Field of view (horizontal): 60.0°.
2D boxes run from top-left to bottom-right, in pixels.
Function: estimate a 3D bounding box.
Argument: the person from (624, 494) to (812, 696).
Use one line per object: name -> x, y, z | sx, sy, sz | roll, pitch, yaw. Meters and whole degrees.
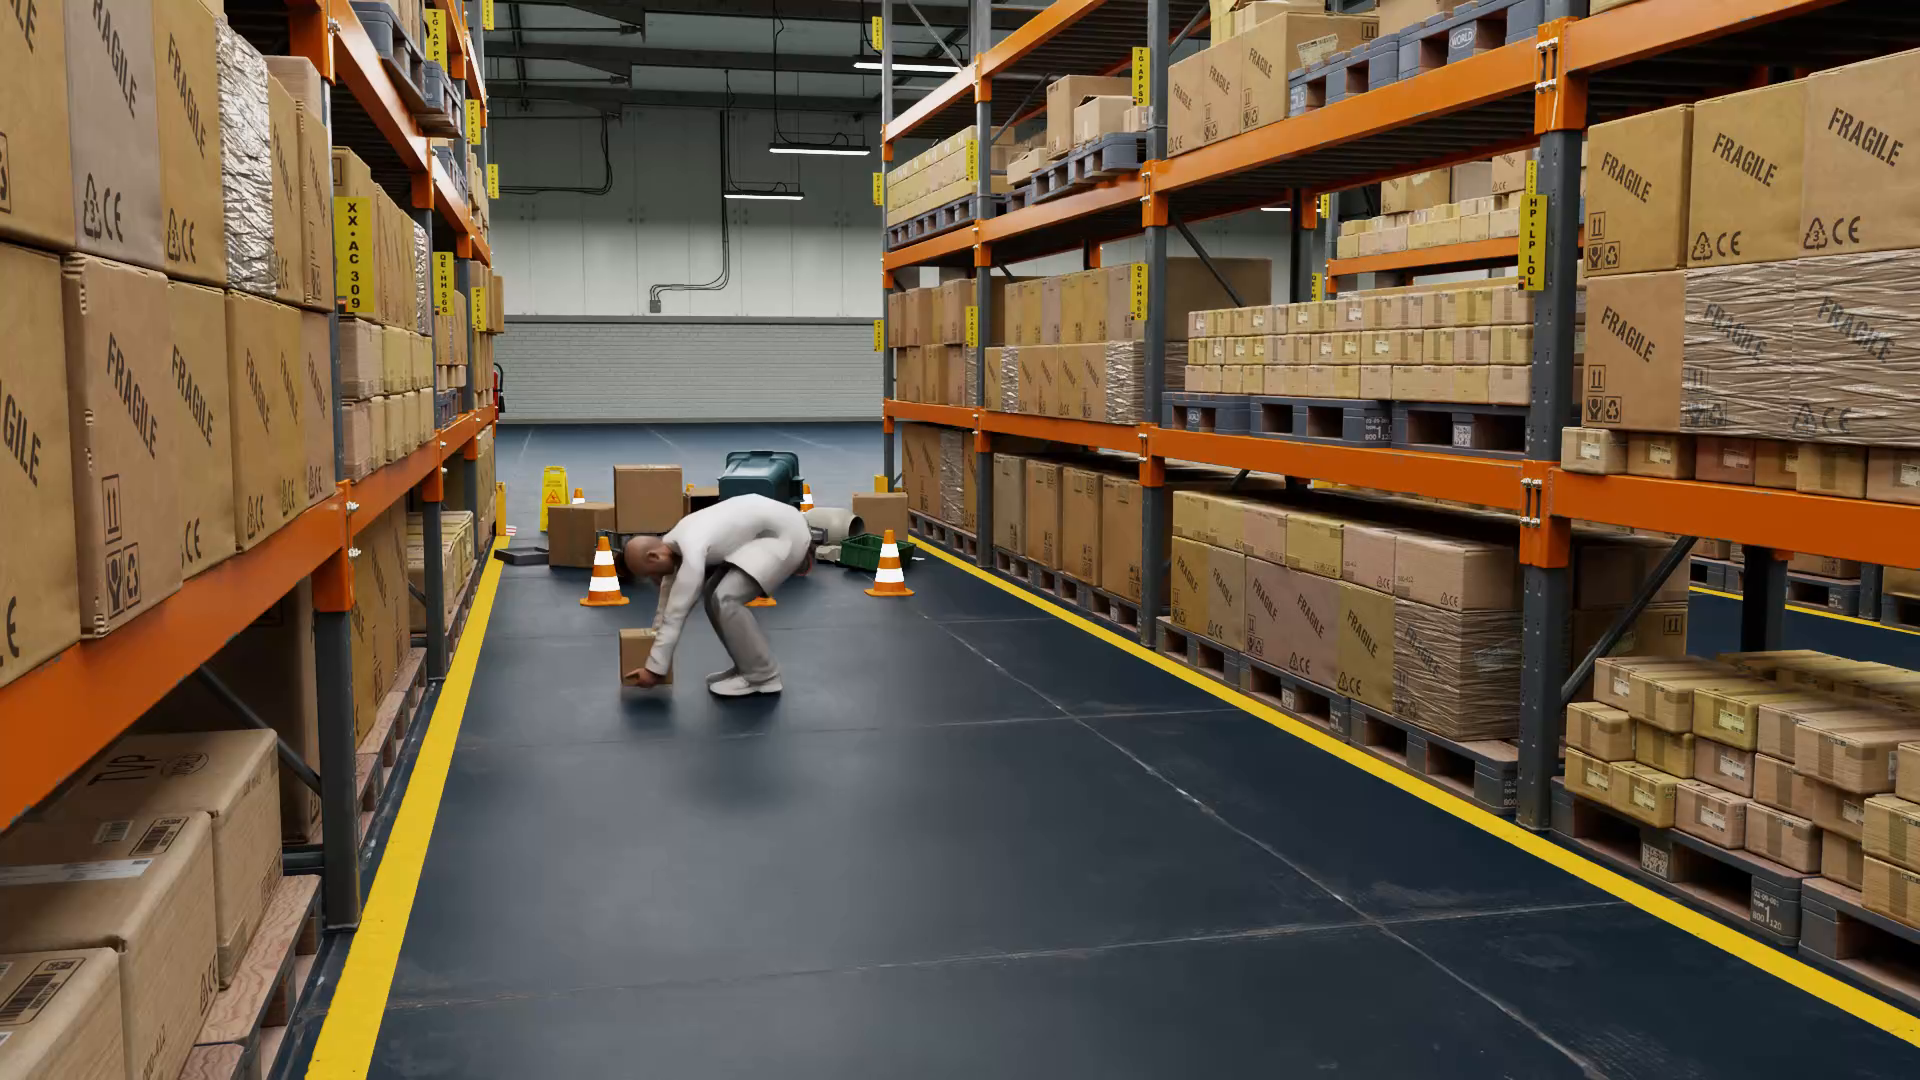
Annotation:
person -> -1.231, 0.275, 8.438 | 0.960, 1.007, 0.578 | -2, 6, -16
